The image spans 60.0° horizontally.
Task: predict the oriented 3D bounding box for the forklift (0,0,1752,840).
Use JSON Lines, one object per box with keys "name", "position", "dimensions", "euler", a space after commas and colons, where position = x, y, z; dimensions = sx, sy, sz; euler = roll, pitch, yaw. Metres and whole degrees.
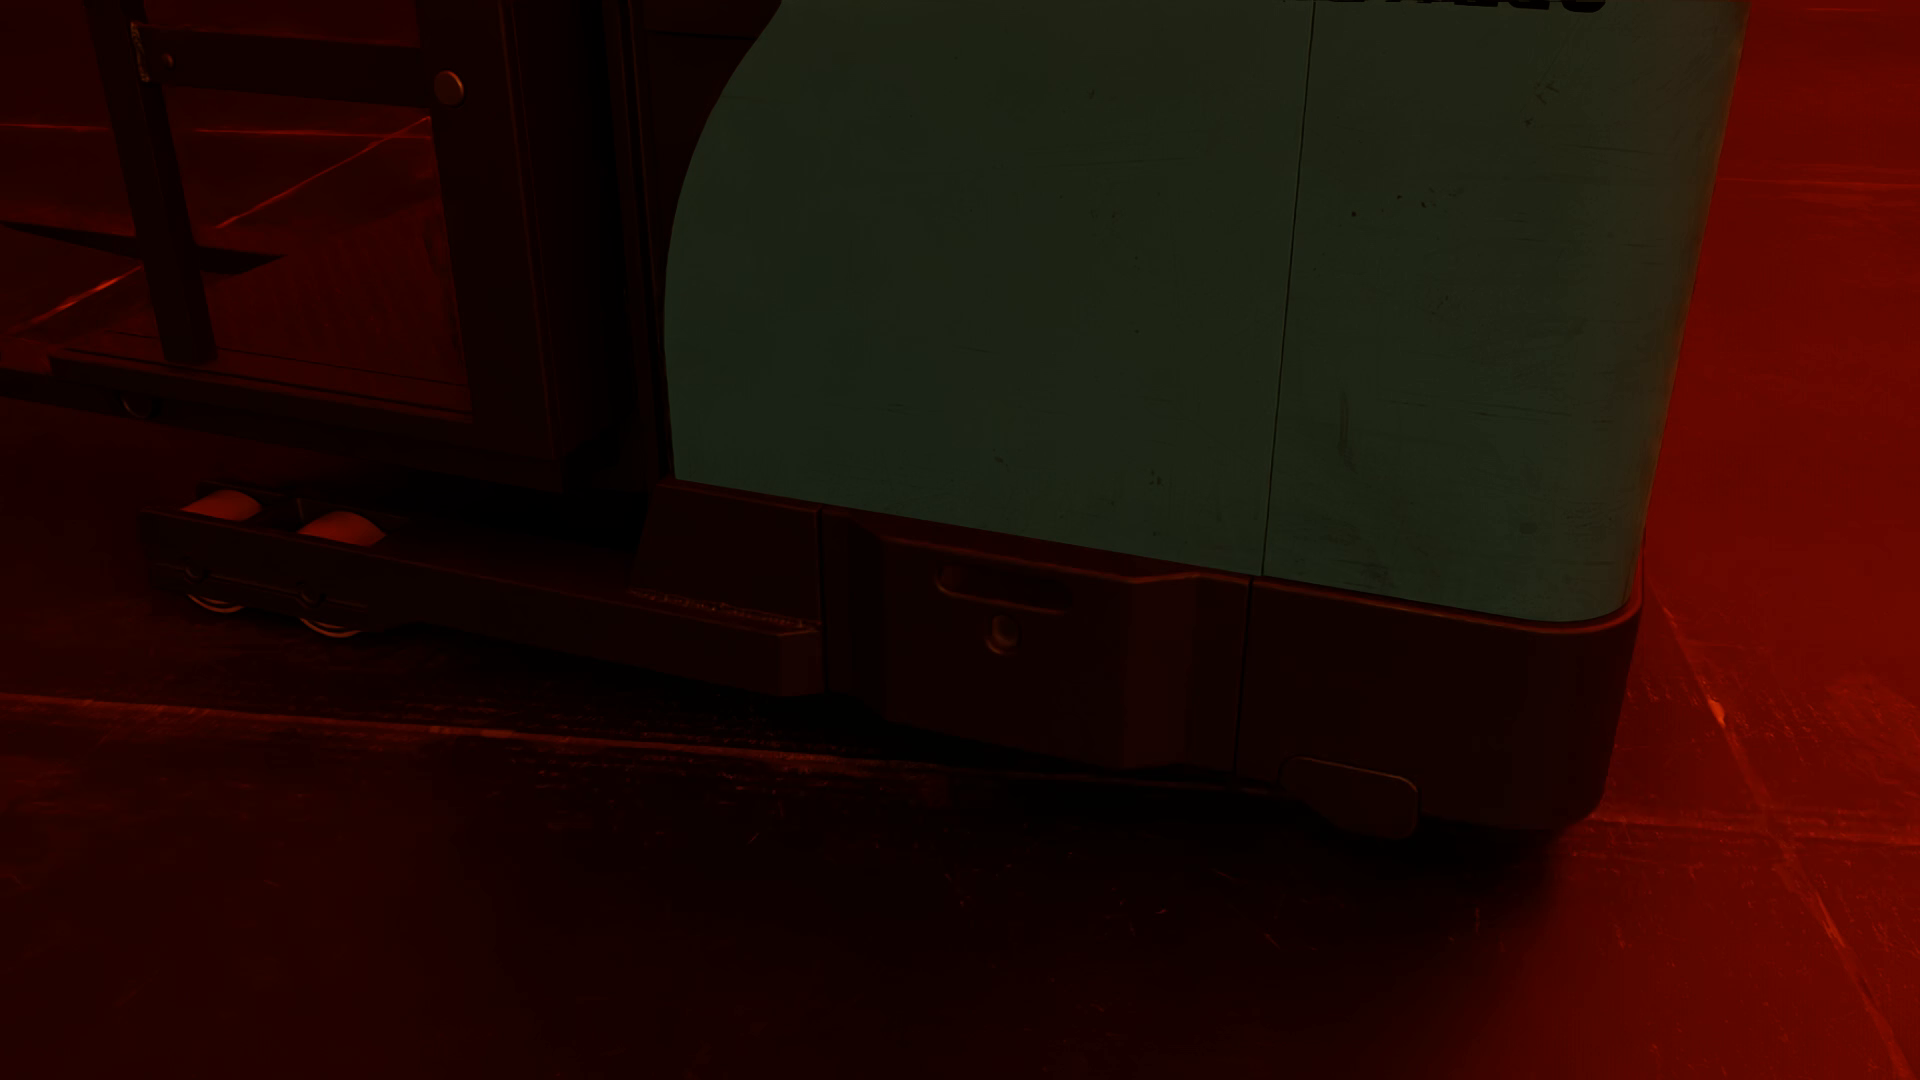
{"name": "forklift", "position": [-0.576, -1.389, 2.000], "dimensions": [3.031, 2.935, 1.130], "euler": [10, 28, 19]}
